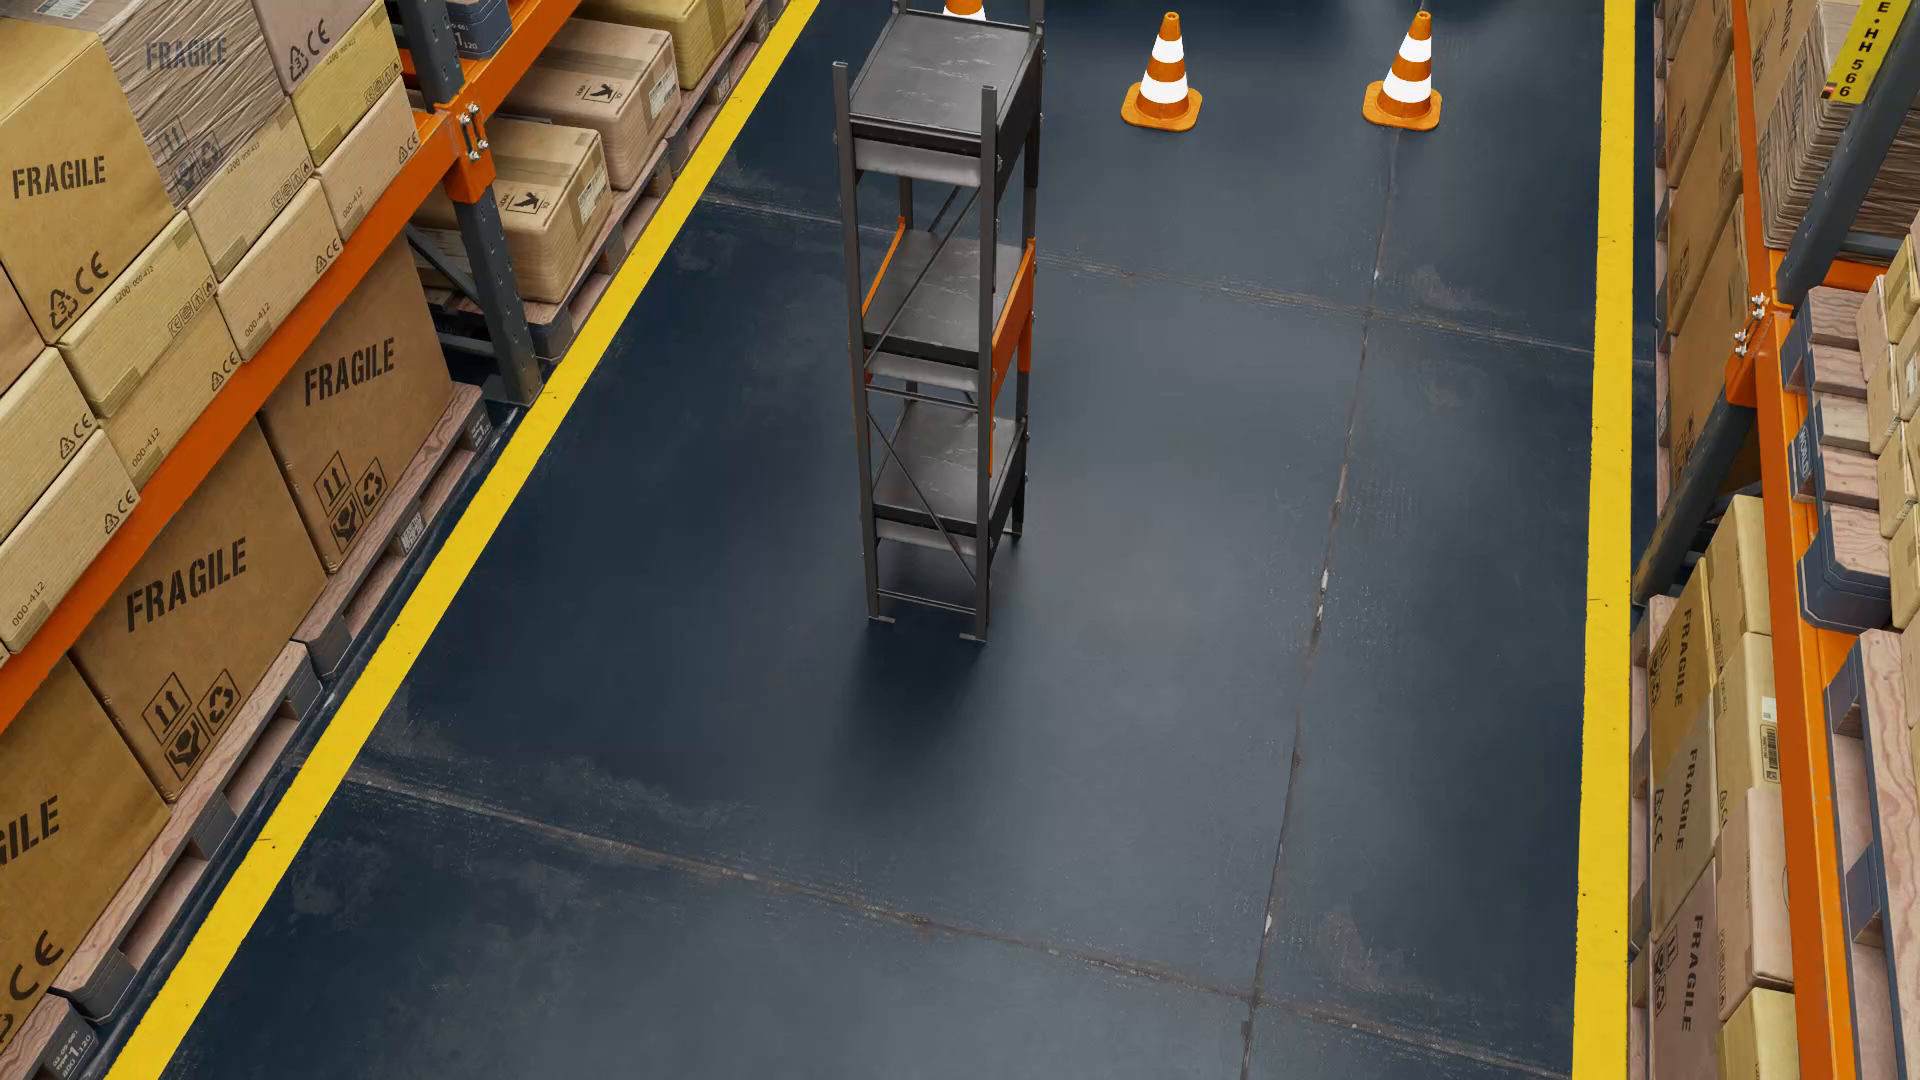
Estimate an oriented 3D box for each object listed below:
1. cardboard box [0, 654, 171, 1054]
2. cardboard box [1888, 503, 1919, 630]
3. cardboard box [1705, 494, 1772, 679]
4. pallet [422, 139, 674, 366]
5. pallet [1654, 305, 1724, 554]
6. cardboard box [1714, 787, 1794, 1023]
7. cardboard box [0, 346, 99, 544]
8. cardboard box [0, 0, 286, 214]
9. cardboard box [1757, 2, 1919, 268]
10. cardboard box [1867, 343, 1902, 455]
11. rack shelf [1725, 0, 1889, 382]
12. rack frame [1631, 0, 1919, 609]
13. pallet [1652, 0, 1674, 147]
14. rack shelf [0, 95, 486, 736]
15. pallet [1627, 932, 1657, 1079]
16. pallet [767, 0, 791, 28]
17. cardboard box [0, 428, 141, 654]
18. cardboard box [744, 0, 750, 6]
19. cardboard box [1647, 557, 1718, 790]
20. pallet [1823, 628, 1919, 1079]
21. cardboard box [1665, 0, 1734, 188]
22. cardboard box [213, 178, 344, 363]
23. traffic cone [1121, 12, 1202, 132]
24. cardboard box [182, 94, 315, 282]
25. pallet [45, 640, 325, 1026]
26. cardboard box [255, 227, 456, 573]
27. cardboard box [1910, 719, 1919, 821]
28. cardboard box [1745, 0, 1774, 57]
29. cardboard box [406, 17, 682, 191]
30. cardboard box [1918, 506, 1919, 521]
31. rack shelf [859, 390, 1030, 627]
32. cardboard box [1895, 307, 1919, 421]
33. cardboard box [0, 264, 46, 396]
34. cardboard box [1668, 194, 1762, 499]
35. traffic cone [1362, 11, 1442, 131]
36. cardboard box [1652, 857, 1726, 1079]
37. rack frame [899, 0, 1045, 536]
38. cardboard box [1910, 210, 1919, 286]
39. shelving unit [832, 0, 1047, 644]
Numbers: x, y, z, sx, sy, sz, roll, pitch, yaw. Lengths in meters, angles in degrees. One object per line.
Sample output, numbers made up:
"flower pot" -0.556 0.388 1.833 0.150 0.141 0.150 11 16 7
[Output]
"cardboard box" -2.797 0.718 4.253 0.875 0.875 0.875 13 50 11
"cardboard box" 2.218 0.096 3.552 0.380 0.149 0.250 14 50 12
"cardboard box" 2.326 0.175 4.482 0.500 0.250 0.500 10 49 8
"pallet" -1.854 -1.262 6.723 1.003 0.211 1.213 12 50 10
"pallet" 3.021 -0.349 5.917 1.003 0.211 1.213 12 50 10
"cardboard box" 2.050 0.897 3.845 0.500 0.250 0.500 12 50 10
"cardboard box" -2.326 -0.214 3.705 0.500 0.250 0.500 10 49 9
"cardboard box" -2.072 -1.186 4.062 0.500 0.500 0.500 12 50 11
"cardboard box" 2.601 -1.128 4.679 0.500 0.500 0.500 12 50 10
"cardboard box" 2.358 -0.294 3.897 0.380 0.149 0.250 14 50 12
"rack shelf" 3.268 -1.925 5.928 1.077 0.370 4.000 12 50 10
"rack frame" 2.741 -0.716 4.382 1.000 3.000 0.127 12 50 10
"pallet" 3.664 -2.114 7.475 1.003 0.211 1.213 12 50 10
"rack shelf" -2.587 0.064 4.172 1.077 0.370 4.000 12 50 10
"pallet" 2.211 1.651 4.152 1.003 0.211 1.213 12 50 10
"pallet" -1.212 -3.027 8.281 1.003 0.211 1.213 12 50 10
"cardboard box" -2.318 -0.045 3.889 0.500 0.250 0.500 11 49 9
"cardboard box" -1.330 -2.882 7.766 0.950 0.372 0.625 14 50 12
"cardboard box" 2.309 0.433 4.754 0.500 0.500 0.500 10 49 8
"pallet" 2.260 0.787 3.183 1.003 0.211 1.213 12 50 10
"cardboard box" 3.460 -1.841 6.594 1.050 0.750 0.750 12 50 10
"cardboard box" -2.063 -0.781 4.539 0.500 0.250 0.500 12 50 11
"traffic cone" 0.905 -2.094 7.289 0.336 0.463 0.334 12 50 10
"cardboard box" -2.075 -0.964 4.367 0.500 0.250 0.500 10 49 9
"pallet" -2.664 0.738 4.958 1.003 0.211 1.213 12 50 10
"cardboard box" -2.323 -0.573 5.392 0.875 0.875 0.875 11 50 10
"cardboard box" 2.082 0.471 3.221 0.380 0.149 0.250 12 50 11
"cardboard box" 2.865 -1.850 5.316 0.500 0.500 0.500 11 49 9
"cardboard box" -1.716 -1.832 6.838 0.950 0.372 0.625 11 49 9
"cardboard box" 2.218 0.012 3.428 0.380 0.149 0.250 12 50 10
"rack shelf" -0.044 -0.103 5.392 0.431 0.518 0.480 12 50 10
"cardboard box" 2.351 -0.364 3.760 0.380 0.149 0.250 14 50 12
"cardboard box" -2.349 -0.463 3.425 0.500 0.500 0.500 11 49 9
"cardboard box" 2.988 -0.534 5.441 1.050 0.750 0.750 11 49 10
"traffic cone" 1.984 -2.098 7.293 0.336 0.463 0.334 12 50 10
"cardboard box" 2.049 1.170 4.104 0.500 0.500 0.500 10 49 9
"rack frame" 0.021 -0.752 5.013 0.400 2.100 0.015 12 50 10
"cardboard box" 2.432 -0.670 3.831 0.380 0.149 0.250 12 50 10
"shelving unit" -0.044 -0.575 4.857 0.431 2.100 0.503 12 50 10
